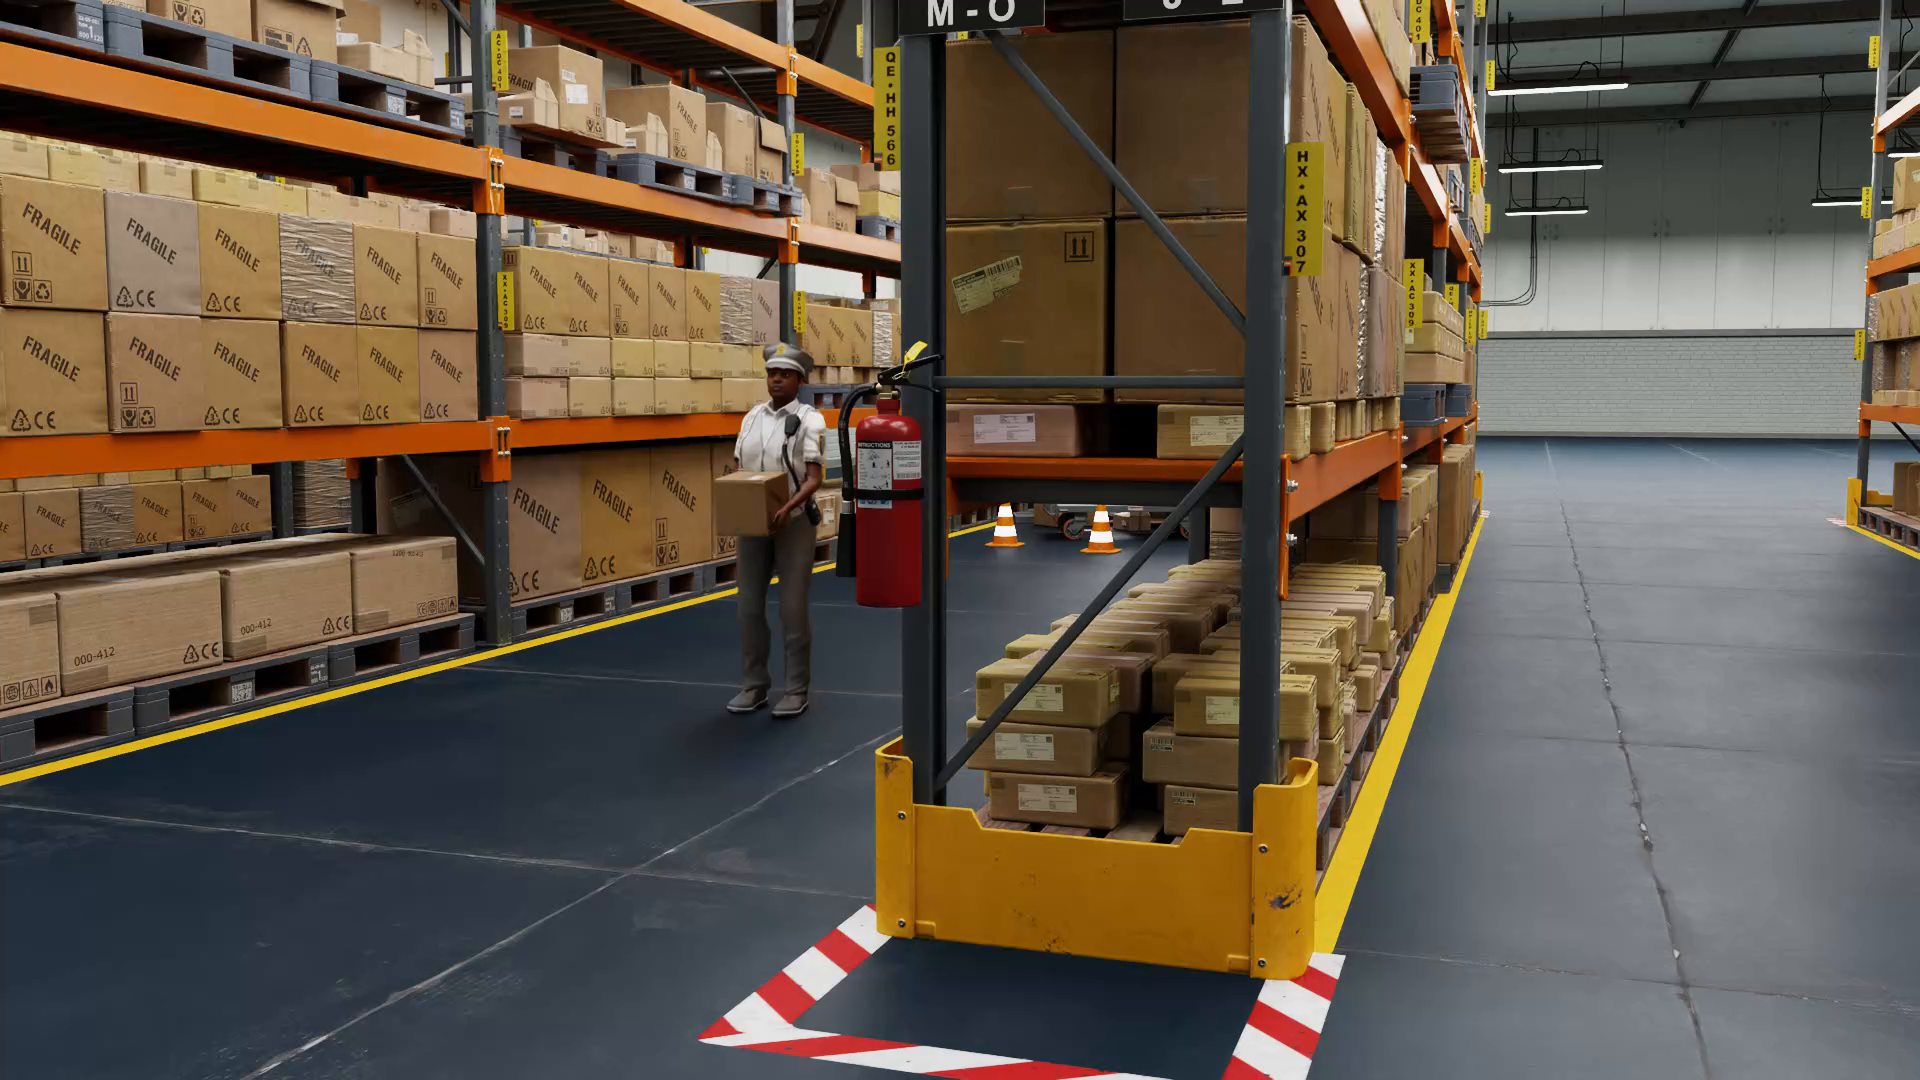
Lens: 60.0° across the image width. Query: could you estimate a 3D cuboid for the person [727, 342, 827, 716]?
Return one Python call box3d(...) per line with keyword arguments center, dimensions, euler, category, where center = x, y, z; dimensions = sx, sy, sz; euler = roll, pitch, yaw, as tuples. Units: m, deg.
box3d(center=(-0.858, -0.052, 7.609), dimensions=(0.455, 1.697, 0.530), euler=(2, 6, 18), category="person")
